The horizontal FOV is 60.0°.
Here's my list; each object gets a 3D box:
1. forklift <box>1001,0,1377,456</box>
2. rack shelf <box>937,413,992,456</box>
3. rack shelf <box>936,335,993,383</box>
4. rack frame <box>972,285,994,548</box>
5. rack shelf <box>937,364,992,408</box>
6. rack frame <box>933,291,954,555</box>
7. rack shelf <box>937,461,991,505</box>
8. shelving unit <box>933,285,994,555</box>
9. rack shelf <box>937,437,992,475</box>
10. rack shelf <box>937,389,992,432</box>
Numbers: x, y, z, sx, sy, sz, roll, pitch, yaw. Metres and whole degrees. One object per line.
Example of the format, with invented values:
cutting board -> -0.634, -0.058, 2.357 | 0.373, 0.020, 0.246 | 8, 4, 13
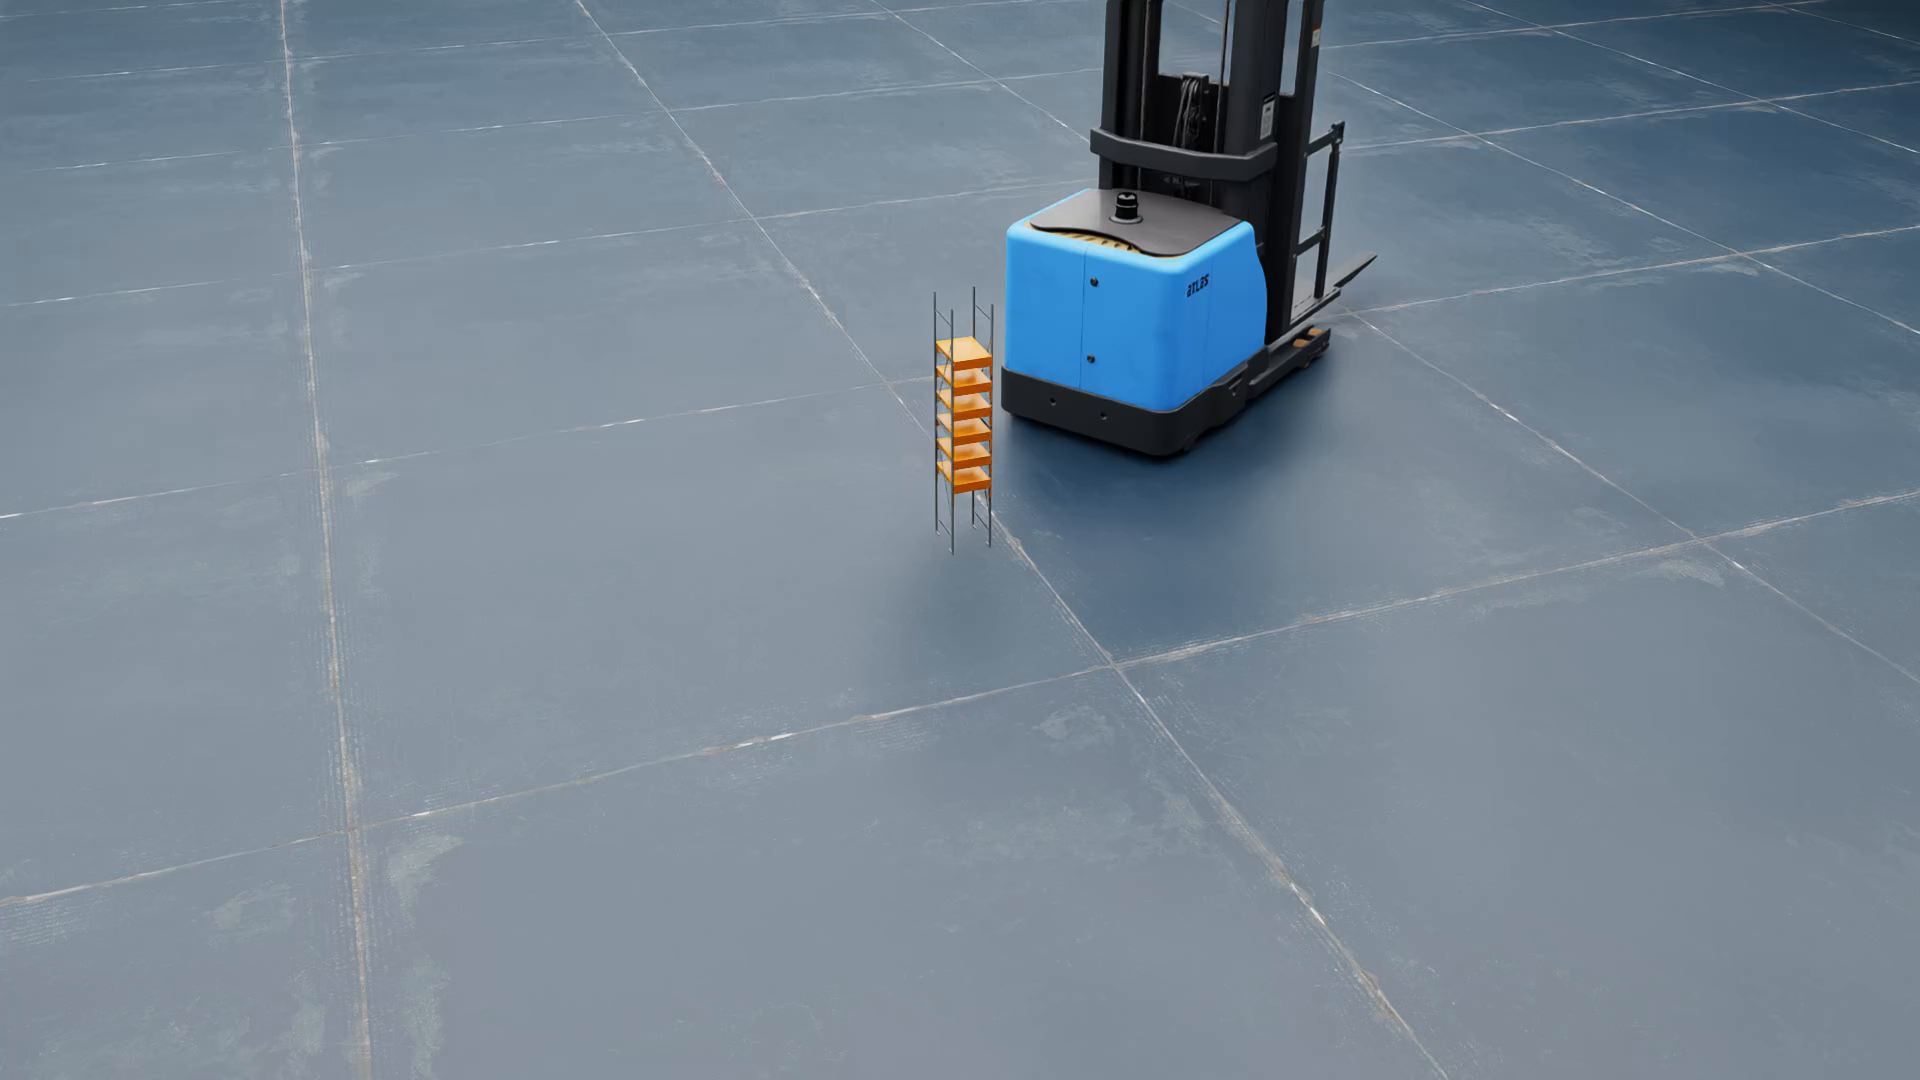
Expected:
forklift -> 1.481, -2.375, 8.957 | 1.130, 2.935, 3.031 | 19, 35, 30
rack shelf -> 0.014, -0.485, 7.479 | 0.180, 0.103, 0.258 | -10, 31, -18
rack shelf -> 0.014, -0.798, 7.301 | 0.180, 0.103, 0.258 | -10, 31, -18
rack frame -> 0.099, -0.540, 7.485 | 0.006, 1.200, 0.240 | -10, 31, -18
rack shelf -> 0.014, -0.694, 7.361 | 0.180, 0.103, 0.258 | -10, 31, -18
rack frame -> -0.072, -0.508, 7.430 | 0.006, 1.200, 0.240 | -10, 31, -18
rack shelf -> 0.014, -0.277, 7.598 | 0.180, 0.103, 0.258 | -10, 31, -18
shelving unit -> 0.014, -0.524, 7.457 | 0.189, 1.200, 0.258 | -10, 31, -18
rack shelf -> 0.014, -0.381, 7.539 | 0.180, 0.103, 0.258 | -10, 31, -18
rack shelf -> 0.014, -0.589, 7.420 | 0.180, 0.103, 0.258 | -10, 31, -18
